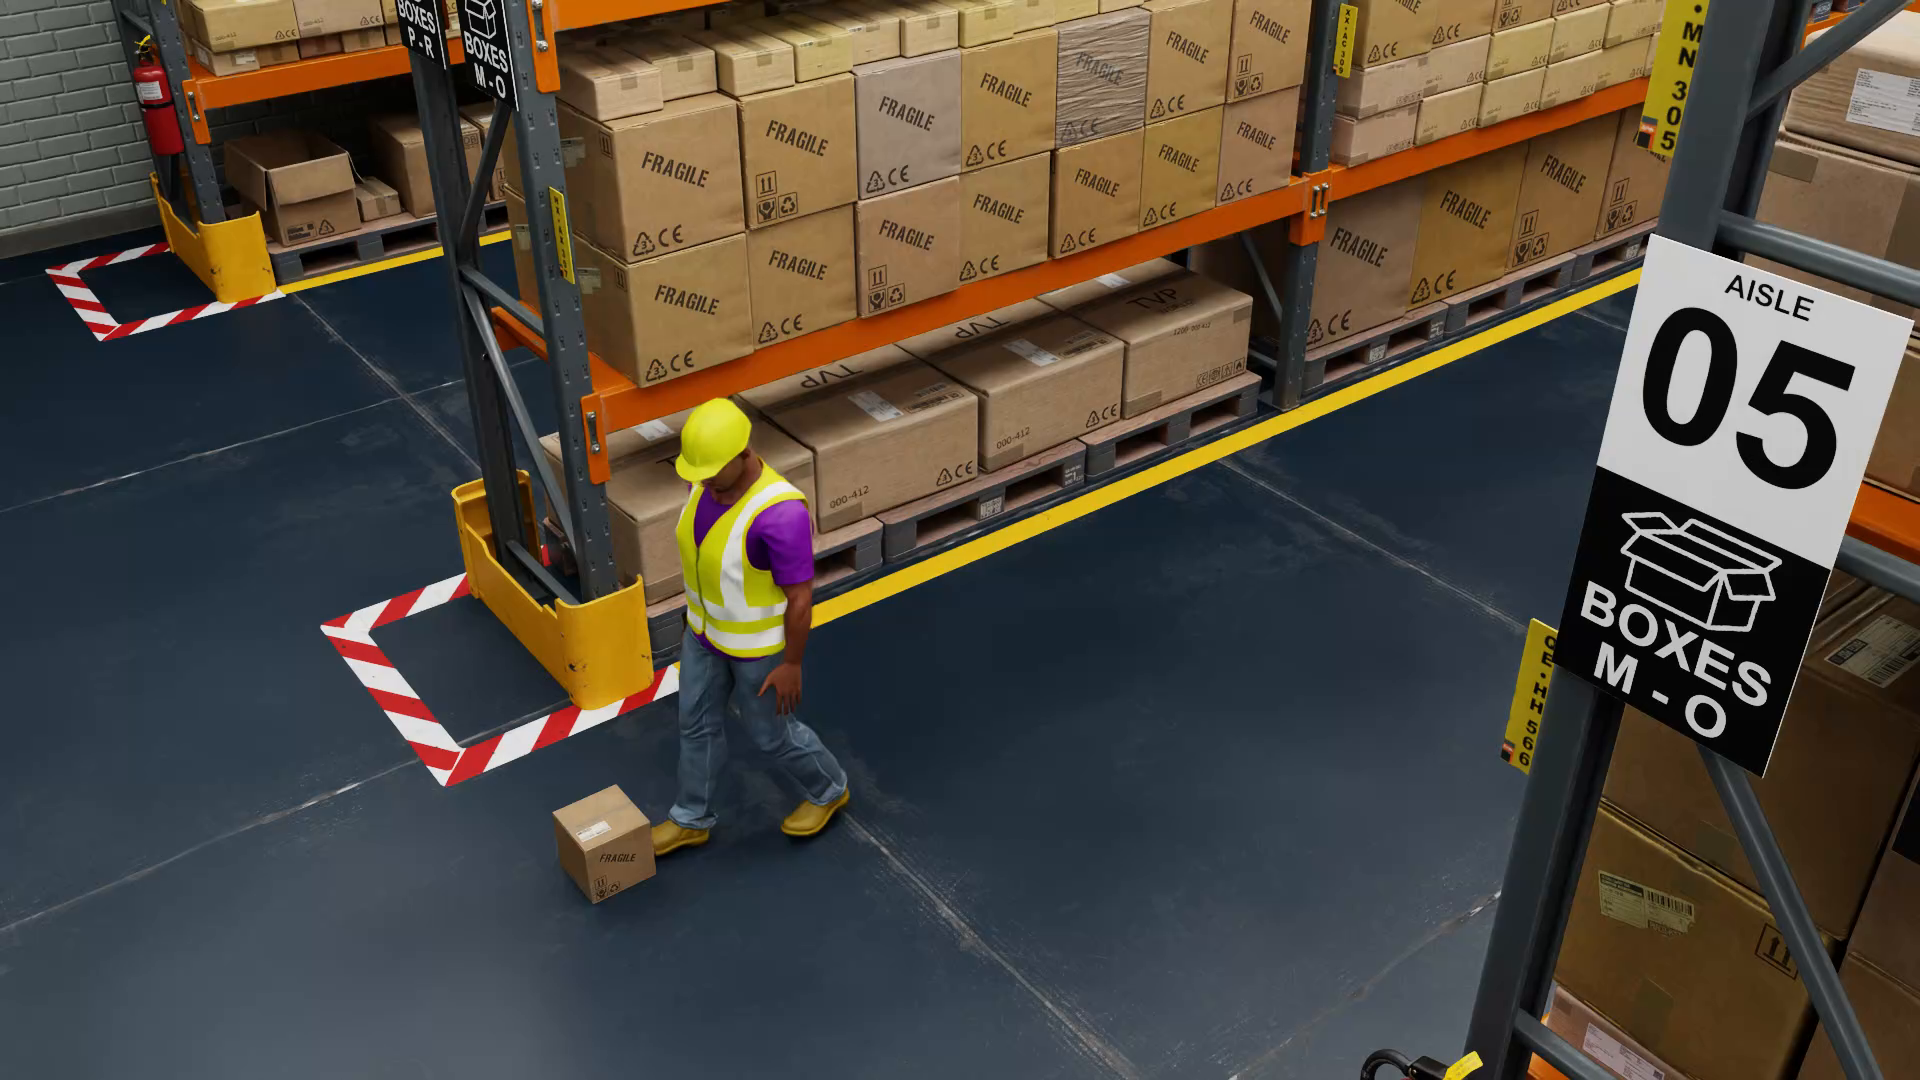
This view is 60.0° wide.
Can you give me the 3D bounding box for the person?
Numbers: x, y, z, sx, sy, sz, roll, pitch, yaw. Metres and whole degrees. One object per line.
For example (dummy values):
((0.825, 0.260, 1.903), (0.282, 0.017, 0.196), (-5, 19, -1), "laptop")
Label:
((-0.773, 0.336, 5.570), (0.777, 1.746, 0.618), (-25, 40, -34), "person")
